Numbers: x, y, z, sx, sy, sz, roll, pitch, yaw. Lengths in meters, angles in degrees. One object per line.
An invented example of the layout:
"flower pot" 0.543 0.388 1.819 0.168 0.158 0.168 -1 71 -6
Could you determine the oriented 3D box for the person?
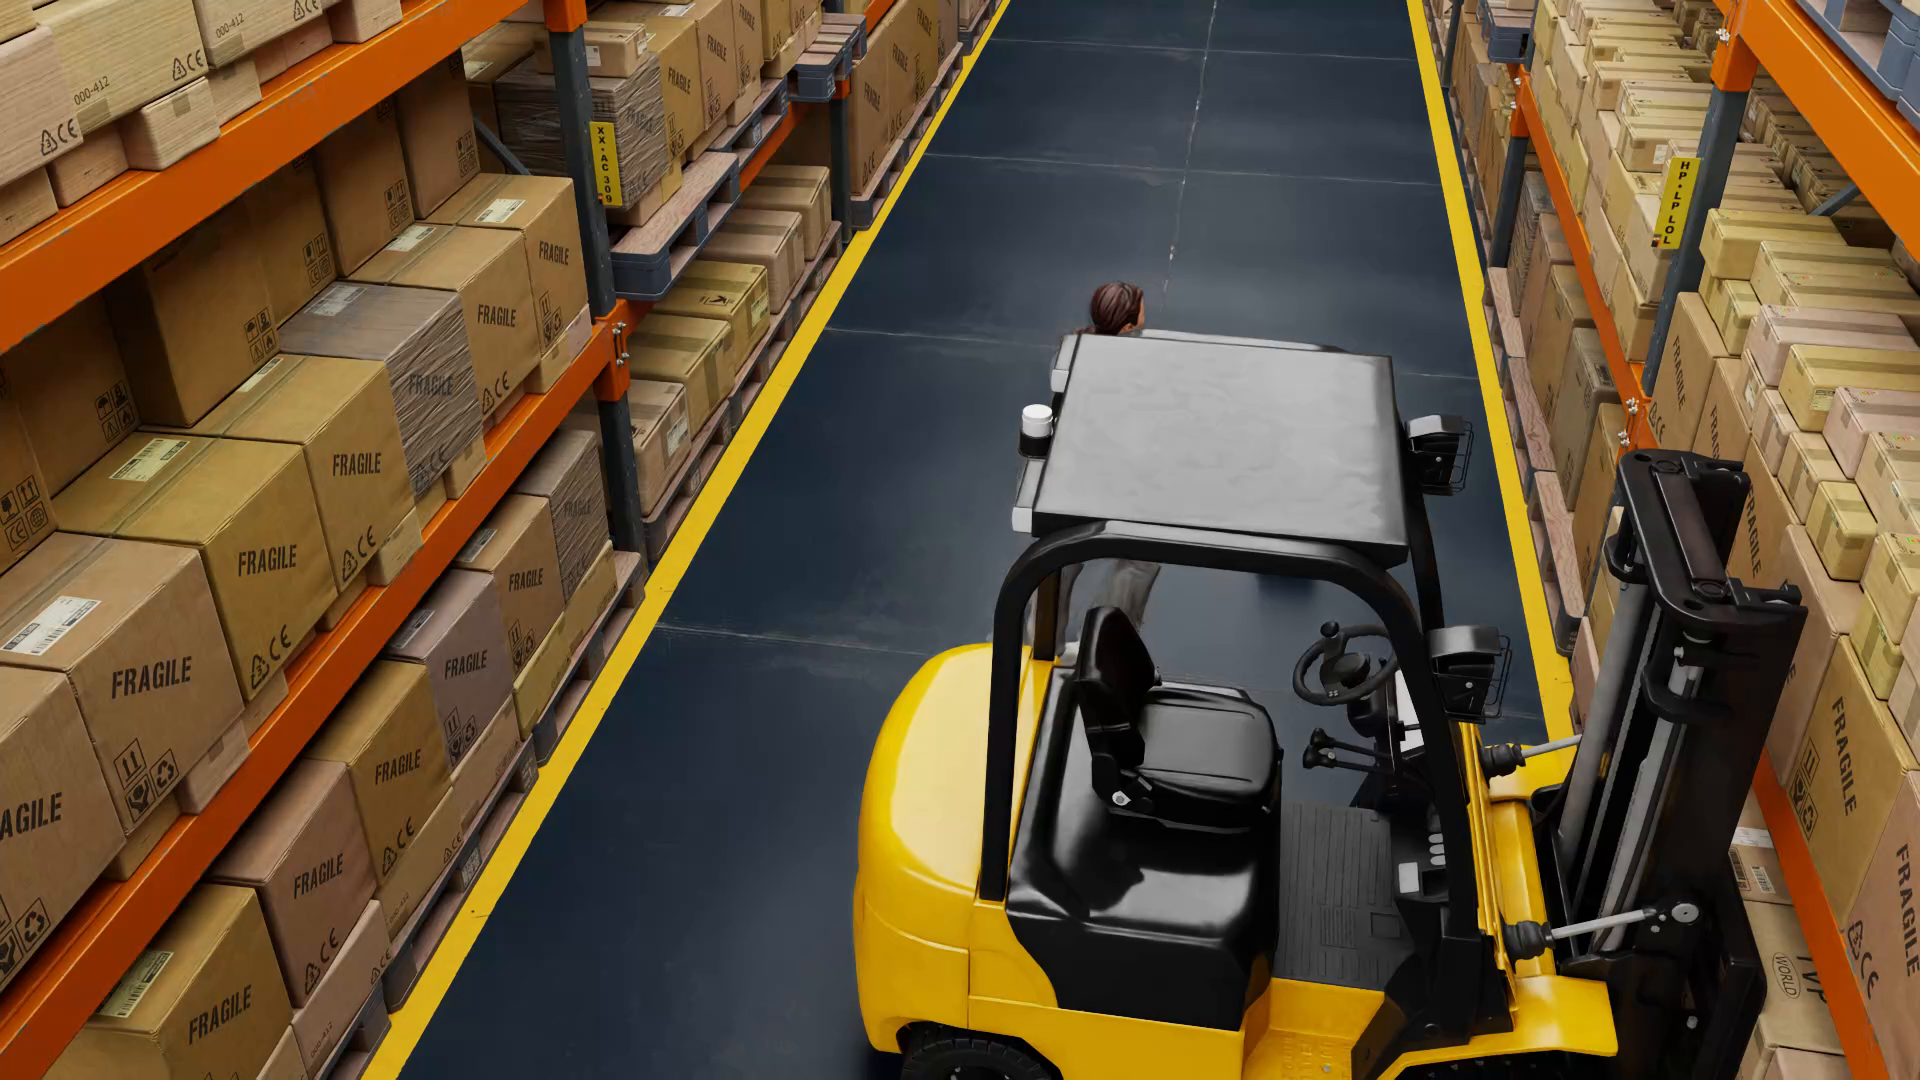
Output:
"person" 0.488 -0.195 6.459 0.540 1.688 0.472 -12 35 -18
